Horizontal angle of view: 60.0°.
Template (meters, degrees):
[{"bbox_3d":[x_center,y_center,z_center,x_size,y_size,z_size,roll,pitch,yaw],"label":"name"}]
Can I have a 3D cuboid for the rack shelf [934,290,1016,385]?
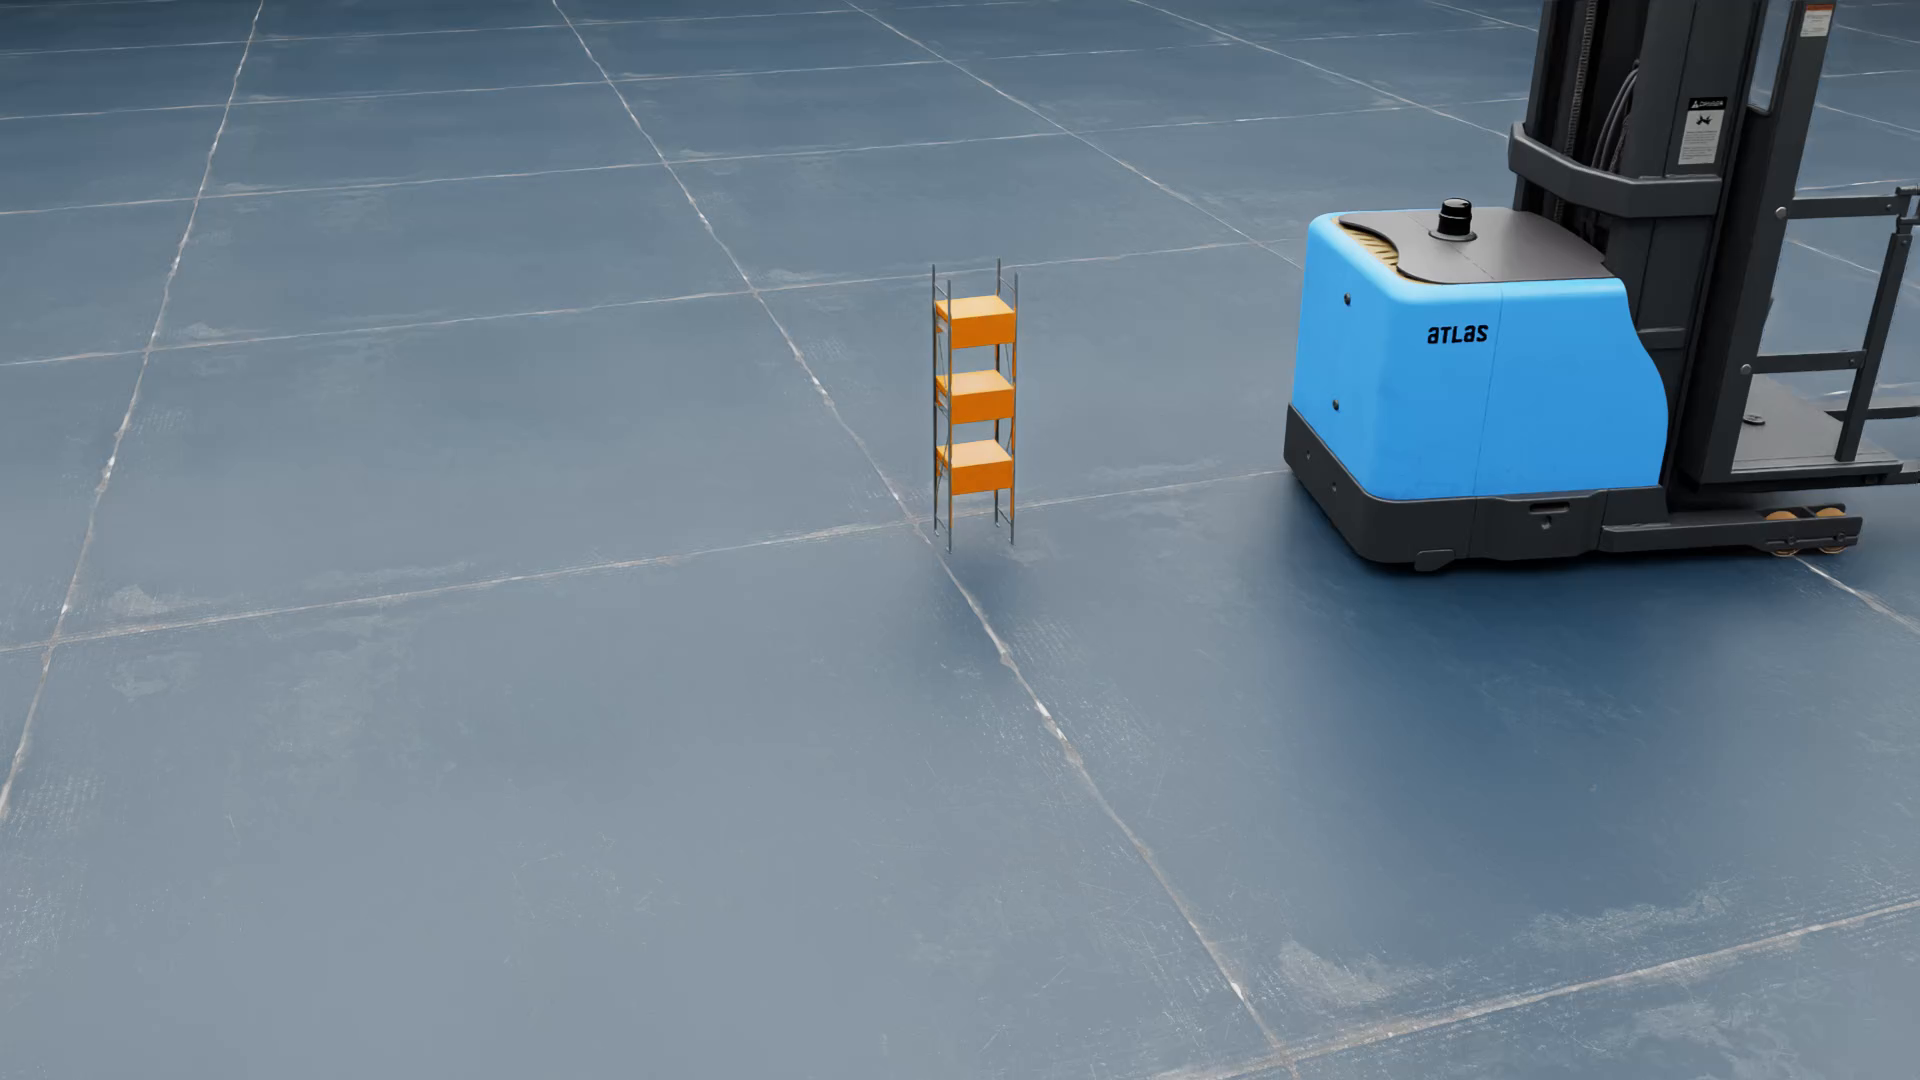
[{"bbox_3d":[0.051,-0.722,5.910,0.240,0.259,0.215,-8,28,-16],"label":"rack shelf"}]

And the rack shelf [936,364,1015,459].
[{"bbox_3d":[0.051,-0.468,6.036,0.240,0.259,0.215,-8,28,-16],"label":"rack shelf"}]

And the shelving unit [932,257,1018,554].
[{"bbox_3d":[0.051,-0.478,6.031,0.252,1.050,0.215,-8,28,-16],"label":"shelving unit"}]

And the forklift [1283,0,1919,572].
[{"bbox_3d":[2.873,-1.480,5.935,3.031,2.935,1.130,-3,27,-7],"label":"forklift"}]

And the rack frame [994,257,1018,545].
[{"bbox_3d":[0.167,-0.494,6.065,0.008,1.050,0.200,-8,28,-16],"label":"rack frame"}]

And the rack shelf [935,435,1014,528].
[{"bbox_3d":[0.051,-0.219,6.160,0.240,0.259,0.215,-8,28,-16],"label":"rack shelf"}]

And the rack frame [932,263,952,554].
[{"bbox_3d":[-0.065,-0.461,5.998,0.008,1.050,0.200,-8,28,-16],"label":"rack frame"}]
